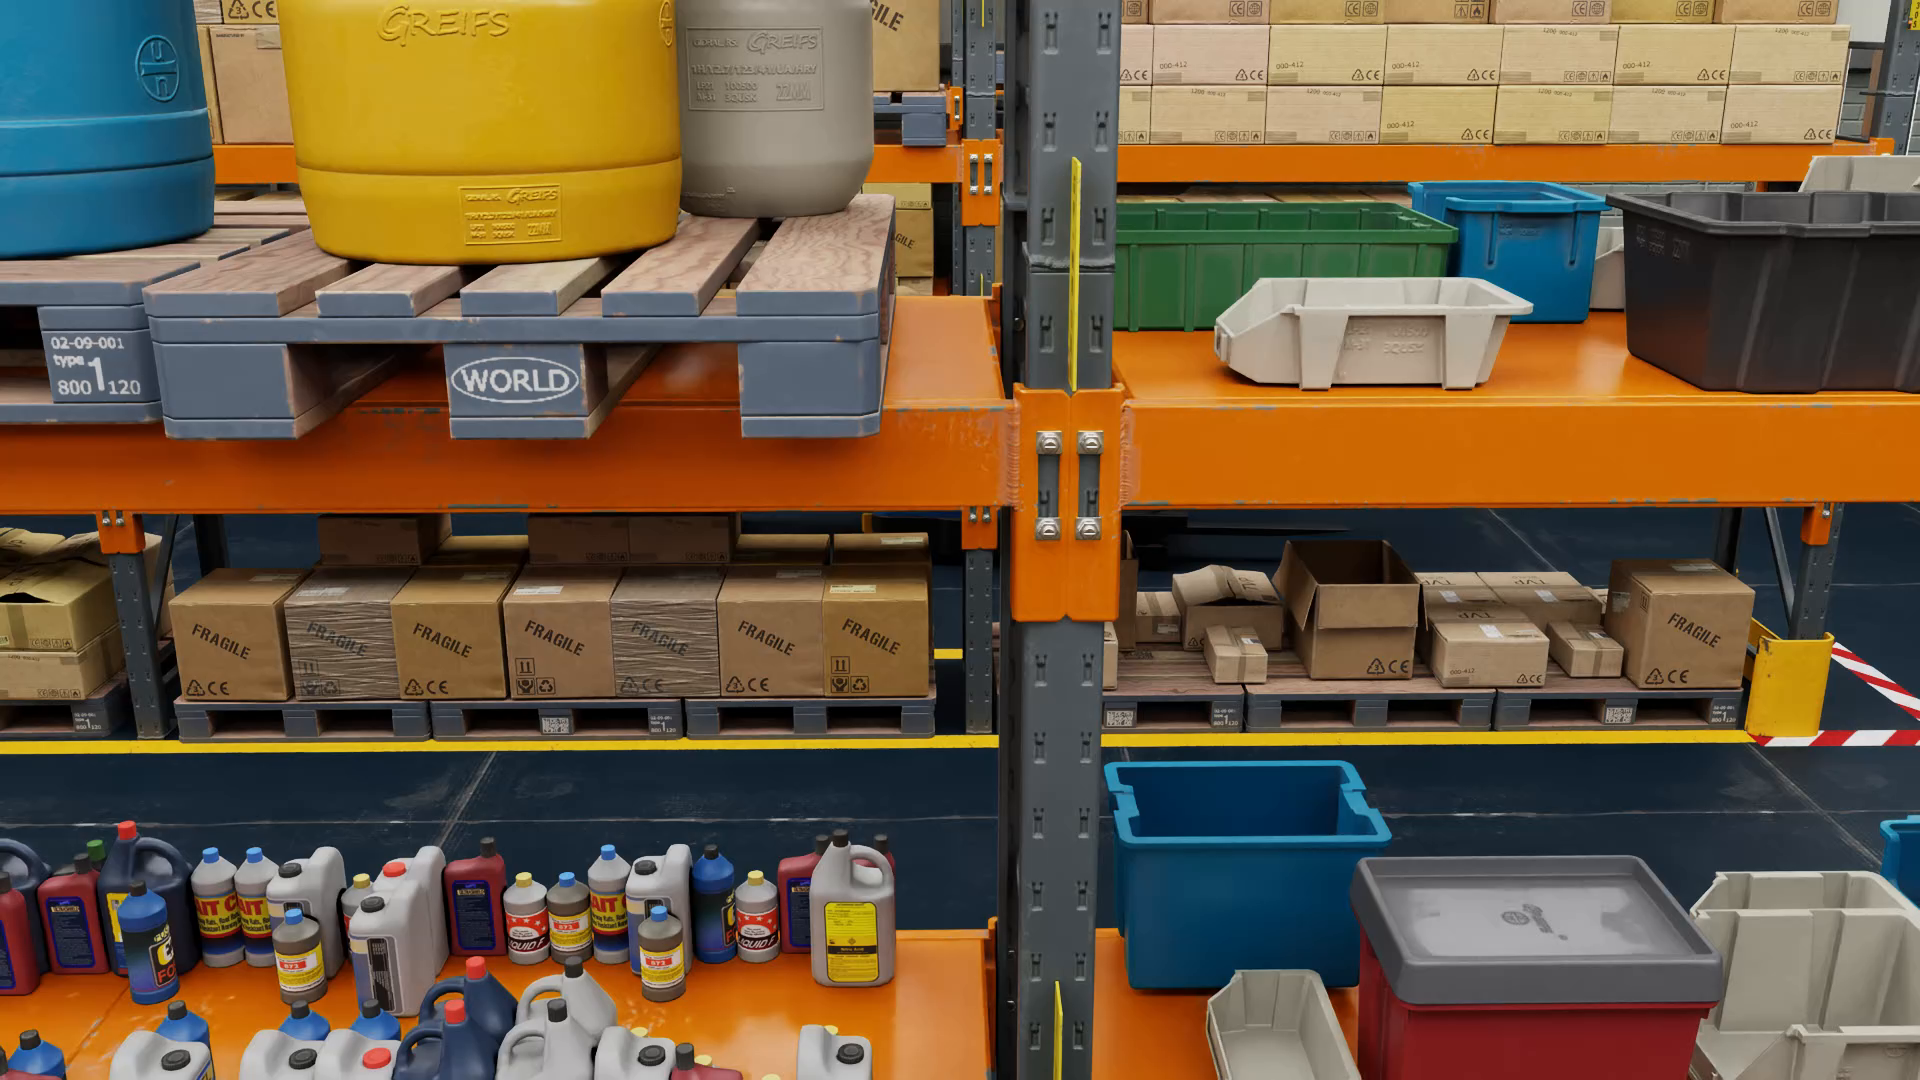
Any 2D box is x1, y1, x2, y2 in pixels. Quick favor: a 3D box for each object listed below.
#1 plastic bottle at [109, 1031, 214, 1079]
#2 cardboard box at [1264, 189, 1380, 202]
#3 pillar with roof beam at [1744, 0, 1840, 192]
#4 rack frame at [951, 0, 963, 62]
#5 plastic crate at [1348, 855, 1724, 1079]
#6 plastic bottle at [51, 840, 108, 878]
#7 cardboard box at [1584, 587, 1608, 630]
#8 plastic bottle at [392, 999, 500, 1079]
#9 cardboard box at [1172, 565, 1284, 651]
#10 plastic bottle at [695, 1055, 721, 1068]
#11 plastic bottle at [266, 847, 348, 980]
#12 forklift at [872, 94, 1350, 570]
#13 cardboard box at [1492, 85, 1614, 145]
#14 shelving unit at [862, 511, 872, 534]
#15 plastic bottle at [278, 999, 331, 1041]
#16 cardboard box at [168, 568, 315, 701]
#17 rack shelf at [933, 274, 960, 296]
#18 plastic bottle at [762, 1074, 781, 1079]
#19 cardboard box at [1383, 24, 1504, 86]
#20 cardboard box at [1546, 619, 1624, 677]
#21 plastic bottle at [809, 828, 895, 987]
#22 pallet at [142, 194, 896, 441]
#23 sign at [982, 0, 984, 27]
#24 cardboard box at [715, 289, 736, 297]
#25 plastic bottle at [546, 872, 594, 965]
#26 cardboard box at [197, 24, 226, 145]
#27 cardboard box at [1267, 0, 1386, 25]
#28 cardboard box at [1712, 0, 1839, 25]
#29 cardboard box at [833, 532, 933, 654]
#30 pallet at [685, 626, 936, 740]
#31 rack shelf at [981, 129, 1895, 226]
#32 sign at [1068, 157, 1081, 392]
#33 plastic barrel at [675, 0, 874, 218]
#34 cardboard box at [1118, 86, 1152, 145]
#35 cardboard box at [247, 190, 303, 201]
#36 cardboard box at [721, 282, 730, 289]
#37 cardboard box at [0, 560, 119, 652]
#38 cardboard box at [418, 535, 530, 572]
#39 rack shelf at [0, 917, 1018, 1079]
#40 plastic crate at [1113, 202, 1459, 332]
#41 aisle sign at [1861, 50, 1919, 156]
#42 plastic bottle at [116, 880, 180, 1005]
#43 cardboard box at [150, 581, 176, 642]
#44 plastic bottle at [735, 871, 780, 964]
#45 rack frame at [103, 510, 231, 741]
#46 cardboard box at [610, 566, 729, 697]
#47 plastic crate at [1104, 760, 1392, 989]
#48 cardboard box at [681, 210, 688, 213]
[{"bbox_3d":[-1.467,1.047,3.077,0.135,0.276,0.152,0,18,-1],"label":"plastic bottle"},{"bbox_3d":[2.764,-2.294,12.798,0.700,0.700,0.980,0,18,-1],"label":"cardboard box"},{"bbox_3d":[6.755,-3.983,8.732,0.400,9.000,9.100,0,18,-1],"label":"pillar with roof beam"},{"bbox_3d":[0.002,-5.001,11.906,0.127,3.000,1.000,0,18,-1],"label":"rack frame"},{"bbox_3d":[1.055,0.894,3.146,0.583,0.464,0.402,0,18,-1],"label":"plastic crate"},{"bbox_3d":[-1.982,0.817,3.782,0.133,0.283,0.061,0,18,-1],"label":"plastic bottle"},{"bbox_3d":[3.409,0.387,8.849,0.250,0.166,0.380,0,18,-1],"label":"cardboard box"},{"bbox_3d":[-0.940,1.010,3.070,0.185,0.351,0.144,0,18,-1],"label":"plastic bottle"},{"bbox_3d":[1.399,0.346,8.740,0.500,0.311,0.500,0,18,-1],"label":"cardboard box"},{"bbox_3d":[-0.480,1.067,3.135,0.097,0.201,0.097,0,18,0],"label":"plastic bottle"},{"bbox_3d":[-1.468,0.832,3.748,0.135,0.276,0.152,0,18,-1],"label":"plastic bottle"},{"bbox_3d":[0.977,-1.377,10.542,3.031,2.935,1.130,1,18,3],"label":"forklift"},{"bbox_3d":[2.574,-1.920,7.456,0.500,0.250,0.500,0,18,-1],"label":"cardboard box"},{"bbox_3d":[-1.074,-0.744,10.911,1.083,1.500,0.587,1,18,3],"label":"shelving unit"},{"bbox_3d":[-1.255,1.010,3.200,0.097,0.271,0.097,0,18,0],"label":"plastic bottle"},{"bbox_3d":[-3.456,0.453,8.096,0.500,0.500,0.500,0,18,1],"label":"cardboard box"},{"bbox_3d":[-1.998,-1.793,12.903,4.000,0.370,1.077,0,18,-1],"label":"rack shelf"},{"bbox_3d":[-0.346,1.085,3.079,0.097,0.201,0.097,0,18,0],"label":"plastic bottle"},{"bbox_3d":[2.074,-2.158,7.379,0.500,0.250,0.500,0,18,-1],"label":"cardboard box"},{"bbox_3d":[3.137,0.541,8.369,0.250,0.166,0.380,0,18,-1],"label":"cardboard box"},{"bbox_3d":[-0.239,0.807,3.701,0.185,0.351,0.144,0,18,-1],"label":"plastic bottle"},{"bbox_3d":[-0.624,-0.424,2.856,1.003,0.211,1.213,0,18,-1],"label":"pallet"},{"bbox_3d":[0.096,-2.324,6.981,0.005,0.325,0.100,0,18,-1],"label":"sign"},{"bbox_3d":[-1.080,-0.923,8.162,0.500,0.500,0.700,3,18,8],"label":"cardboard box"},{"bbox_3d":[-0.890,0.856,3.794,0.097,0.201,0.097,0,18,0],"label":"plastic bottle"},{"bbox_3d":[-3.480,-2.101,7.612,0.500,0.500,0.910,0,18,-1],"label":"cardboard box"},{"bbox_3d":[1.572,-2.561,7.410,0.500,0.500,0.700,0,18,-1],"label":"cardboard box"},{"bbox_3d":[3.570,-2.596,7.517,0.500,0.500,0.700,0,18,-1],"label":"cardboard box"},{"bbox_3d":[-0.404,0.277,8.646,0.500,0.500,0.500,-1,18,-3],"label":"cardboard box"},{"bbox_3d":[-0.729,0.711,8.484,1.213,0.211,1.003,0,18,-1],"label":"pallet"},{"bbox_3d":[2.084,-1.727,7.788,4.000,0.370,1.077,0,18,-1],"label":"rack shelf"},{"bbox_3d":[0.165,-0.384,2.407,0.005,0.325,0.100,0,18,-1],"label":"sign"},{"bbox_3d":[-0.372,-0.886,3.078,0.433,0.535,0.433,0,18,0],"label":"plastic barrel"},{"bbox_3d":[0.574,-1.916,7.443,0.500,0.250,0.500,0,18,-1],"label":"cardboard box"},{"bbox_3d":[-5.026,-2.366,12.629,0.500,0.500,0.700,-2,18,-6],"label":"cardboard box"},{"bbox_3d":[-1.868,-1.956,12.613,0.250,0.149,0.380,0,18,1],"label":"cardboard box"},{"bbox_3d":[-4.435,0.307,8.074,0.500,0.311,0.500,0,18,1],"label":"cardboard box"},{"bbox_3d":[-2.467,0.290,8.606,0.500,0.500,0.500,-1,18,-3],"label":"cardboard box"},{"bbox_3d":[-1.841,1.233,3.470,4.000,0.370,1.077,0,18,-1],"label":"rack shelf"},{"bbox_3d":[0.577,-0.541,3.259,0.662,0.188,0.450,0,18,-1],"label":"plastic crate"},{"bbox_3d":[4.156,-1.796,7.479,0.004,0.787,0.394,0,18,-1],"label":"aisle sign"},{"bbox_3d":[-1.777,0.871,3.633,0.097,0.271,0.097,0,18,0],"label":"plastic bottle"},{"bbox_3d":[-4.444,0.410,8.674,0.500,0.250,0.500,0,18,-1],"label":"cardboard box"},{"bbox_3d":[-0.463,0.854,3.800,0.097,0.201,0.097,0,18,0],"label":"plastic bottle"},{"bbox_3d":[-3.916,-0.613,8.046,0.127,3.000,1.000,0,18,-1],"label":"rack frame"},{"bbox_3d":[-1.401,0.441,8.134,0.500,0.500,0.500,0,18,0],"label":"cardboard box"},{"bbox_3d":[0.620,0.754,3.715,0.575,0.384,0.392,0,18,-1],"label":"plastic crate"},{"bbox_3d":[-1.967,-2.255,12.483,0.500,0.500,0.500,0,18,1],"label":"cardboard box"}]
